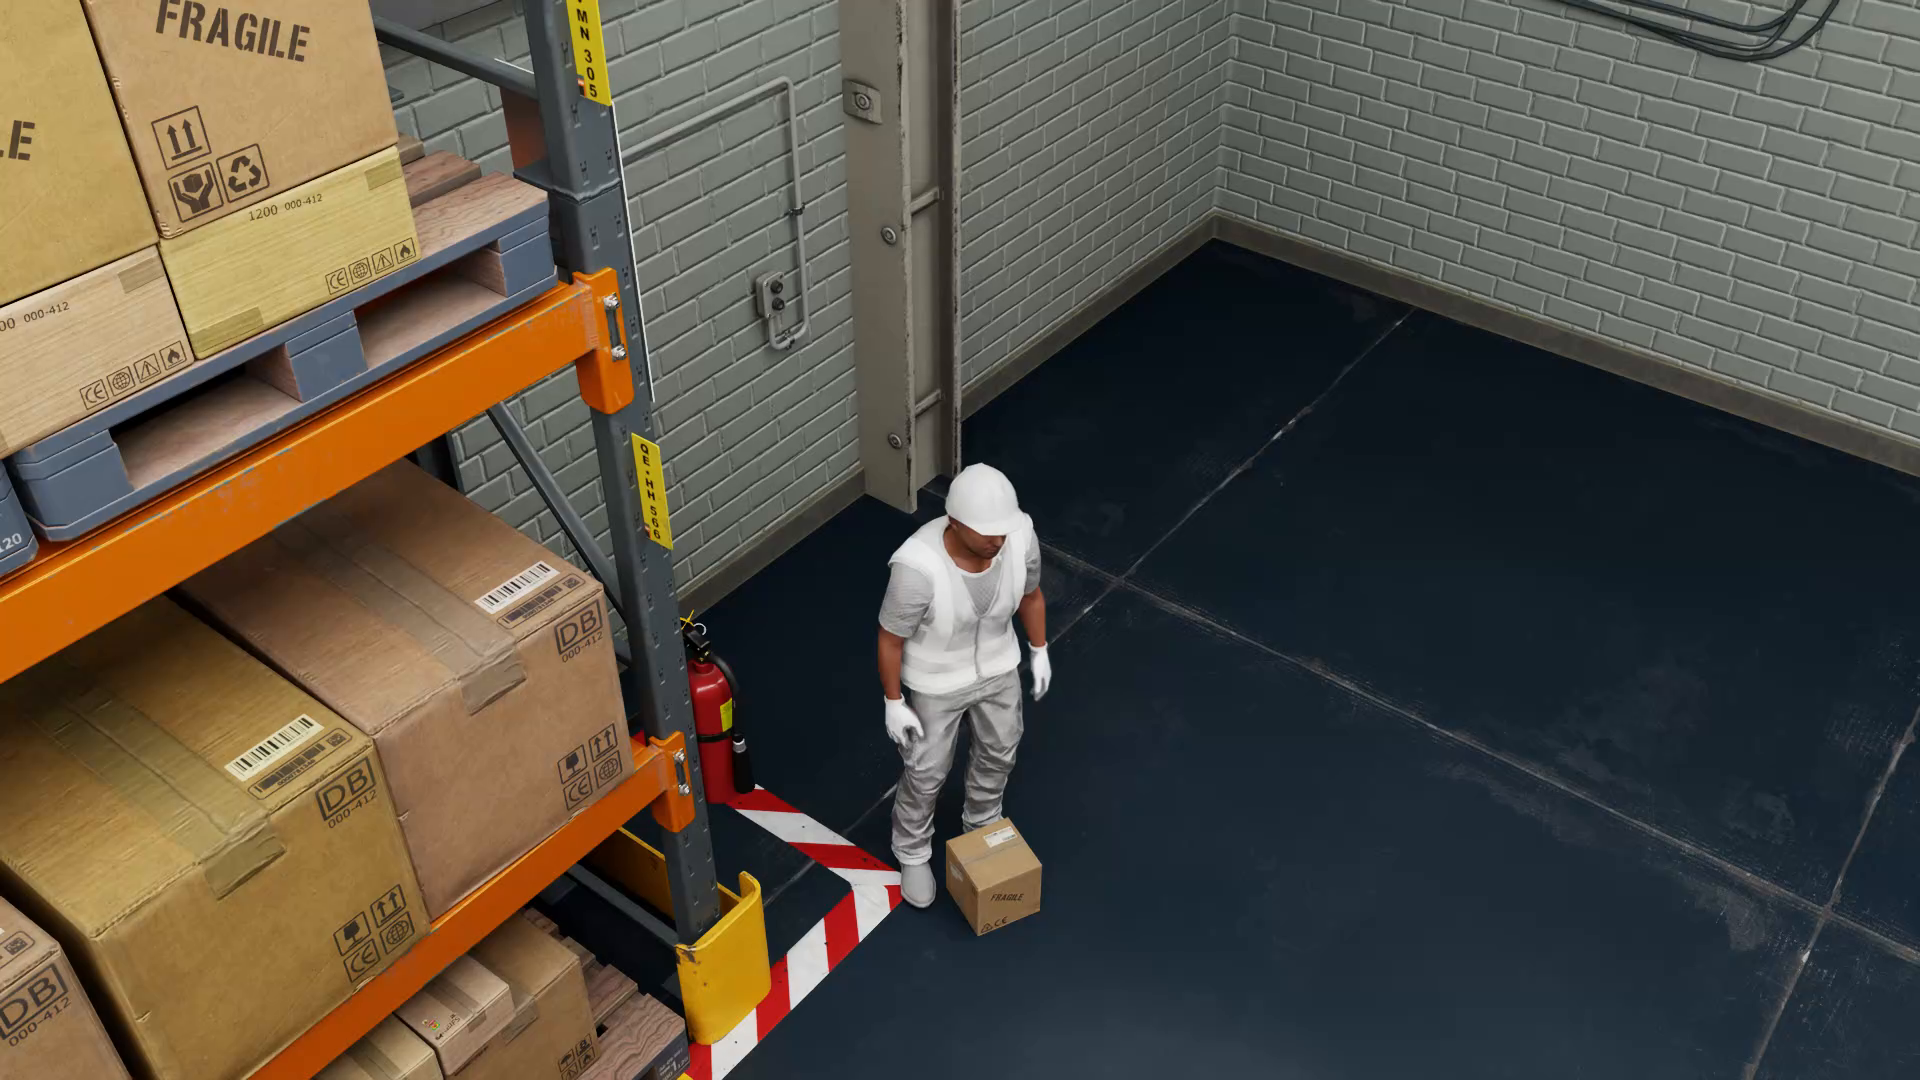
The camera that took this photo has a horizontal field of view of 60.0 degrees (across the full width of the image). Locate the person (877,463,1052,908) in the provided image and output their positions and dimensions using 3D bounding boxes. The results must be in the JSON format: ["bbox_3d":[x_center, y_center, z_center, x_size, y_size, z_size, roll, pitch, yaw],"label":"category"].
[{"bbox_3d":[0.020,0.462,5.564,0.631,1.776,0.443,-18,42,-22],"label":"person"}]
